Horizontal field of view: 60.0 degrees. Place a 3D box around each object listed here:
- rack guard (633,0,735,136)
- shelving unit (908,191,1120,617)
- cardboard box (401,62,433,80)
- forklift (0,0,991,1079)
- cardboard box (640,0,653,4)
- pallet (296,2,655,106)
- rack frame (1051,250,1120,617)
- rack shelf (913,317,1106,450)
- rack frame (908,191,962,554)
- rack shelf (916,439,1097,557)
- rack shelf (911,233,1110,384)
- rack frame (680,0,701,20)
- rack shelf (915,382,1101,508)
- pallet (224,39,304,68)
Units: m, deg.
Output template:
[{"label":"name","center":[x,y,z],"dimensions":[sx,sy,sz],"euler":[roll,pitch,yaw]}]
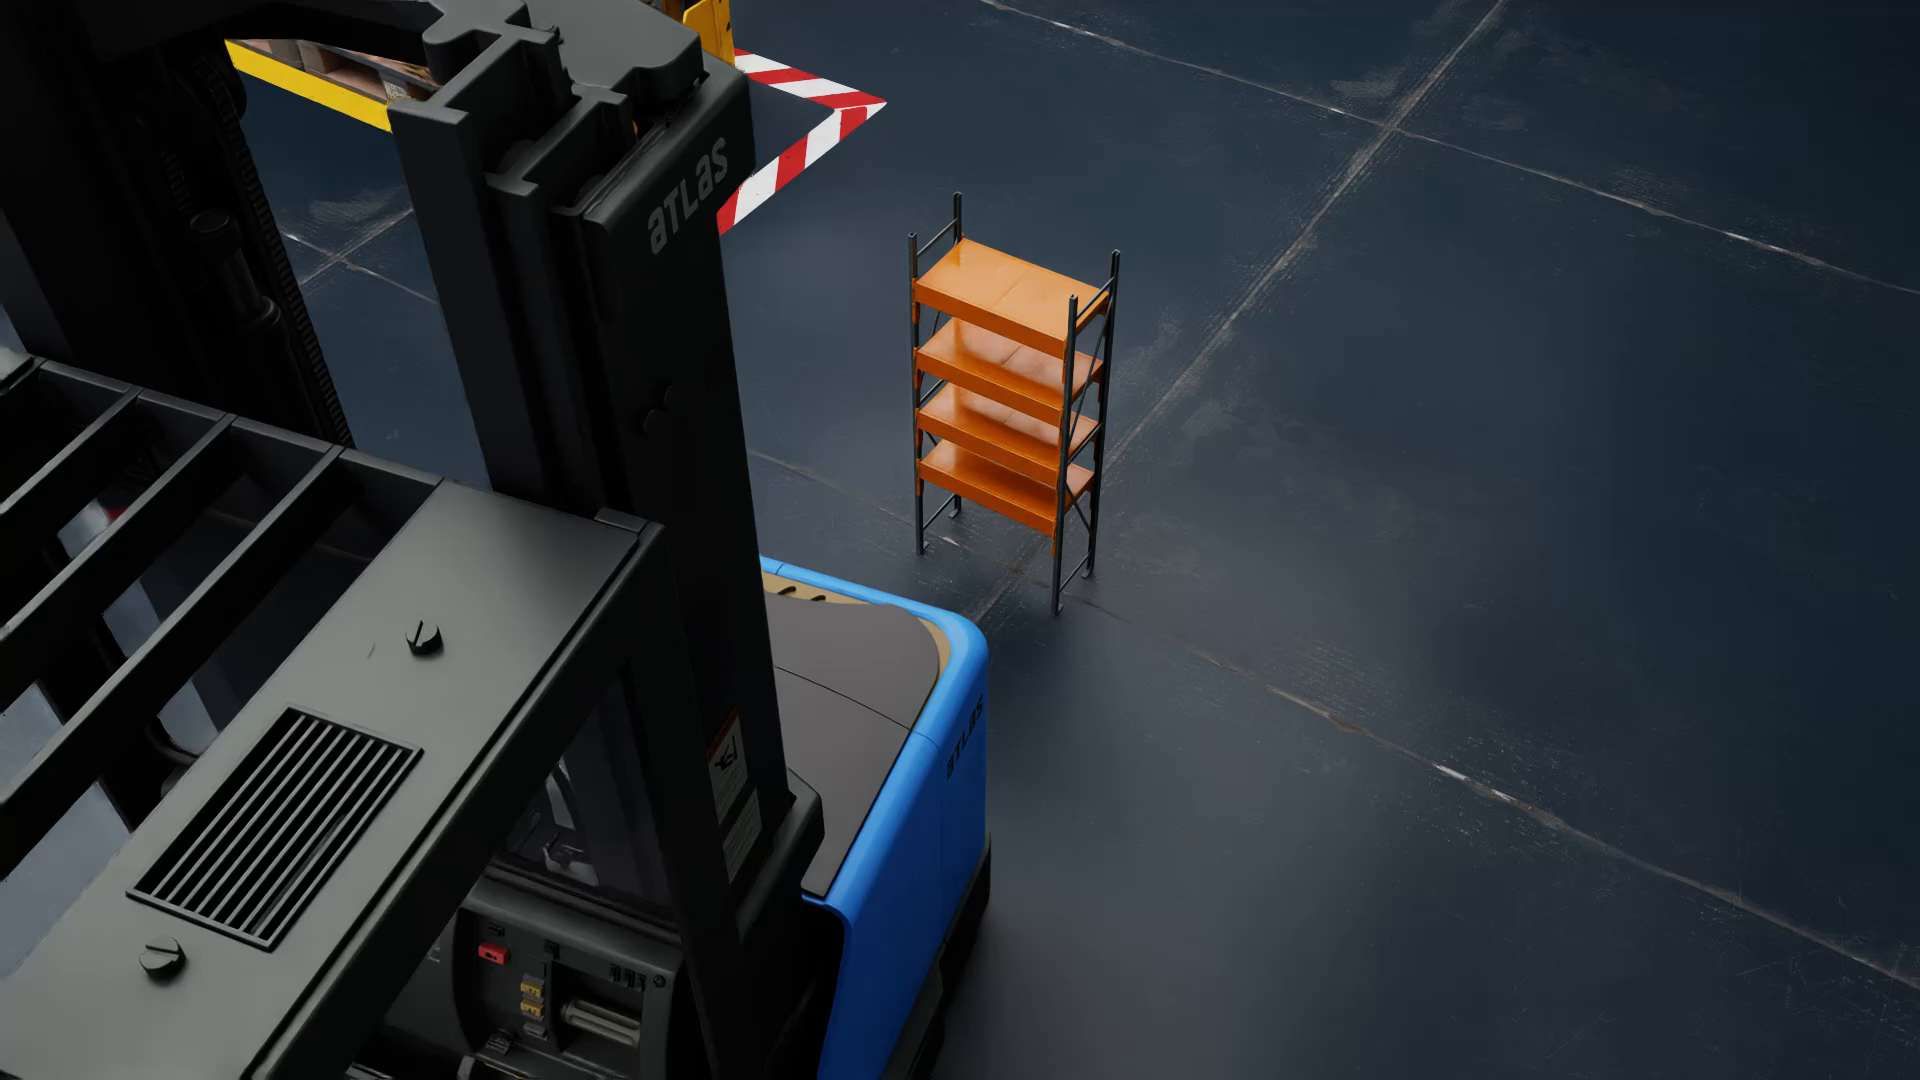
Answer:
[{"label":"rack guard","center":[-1.416,-1.974,6.819],"dimensions":[0.348,0.500,1.175],"euler":[25,51,22]},{"label":"shelving unit","center":[0.139,-0.354,4.757],"dimensions":[0.503,1.200,0.258],"euler":[25,51,22]},{"label":"cardboard box","center":[-1.943,-2.159,6.693],"dimensions":[0.500,0.500,0.500],"euler":[25,51,22]},{"label":"forklift","center":[-0.934,0.761,2.466],"dimensions":[1.130,2.935,3.031],"euler":[16,48,15]},{"label":"cardboard box","center":[-1.519,-2.345,7.118],"dimensions":[0.250,0.149,0.380],"euler":[25,51,22]},{"label":"pallet","center":[-2.088,-2.181,7.222],"dimensions":[1.213,0.211,1.003],"euler":[25,51,22]},{"label":"rack frame","center":[0.345,-0.260,4.666],"dimensions":[0.015,1.200,0.240],"euler":[25,51,22]},{"label":"rack shelf","center":[0.139,-0.463,4.645],"dimensions":[0.480,0.148,0.258],"euler":[25,51,22]},{"label":"rack frame","center":[-0.066,-0.449,4.849],"dimensions":[0.015,1.200,0.240],"euler":[25,51,22]},{"label":"rack shelf","center":[0.139,-0.169,4.948],"dimensions":[0.480,0.148,0.258],"euler":[25,51,22]},{"label":"rack shelf","center":[0.139,-0.628,4.476],"dimensions":[0.480,0.148,0.258],"euler":[25,51,22]},{"label":"rack frame","center":[-1.352,-2.815,5.894],"dimensions":[0.127,3.000,1.000],"euler":[25,51,22]},{"label":"rack shelf","center":[0.139,-0.307,4.806],"dimensions":[0.480,0.148,0.258],"euler":[25,51,22]},{"label":"pallet","center":[-3.111,-2.654,7.682],"dimensions":[1.213,0.211,1.003],"euler":[25,51,22]}]
